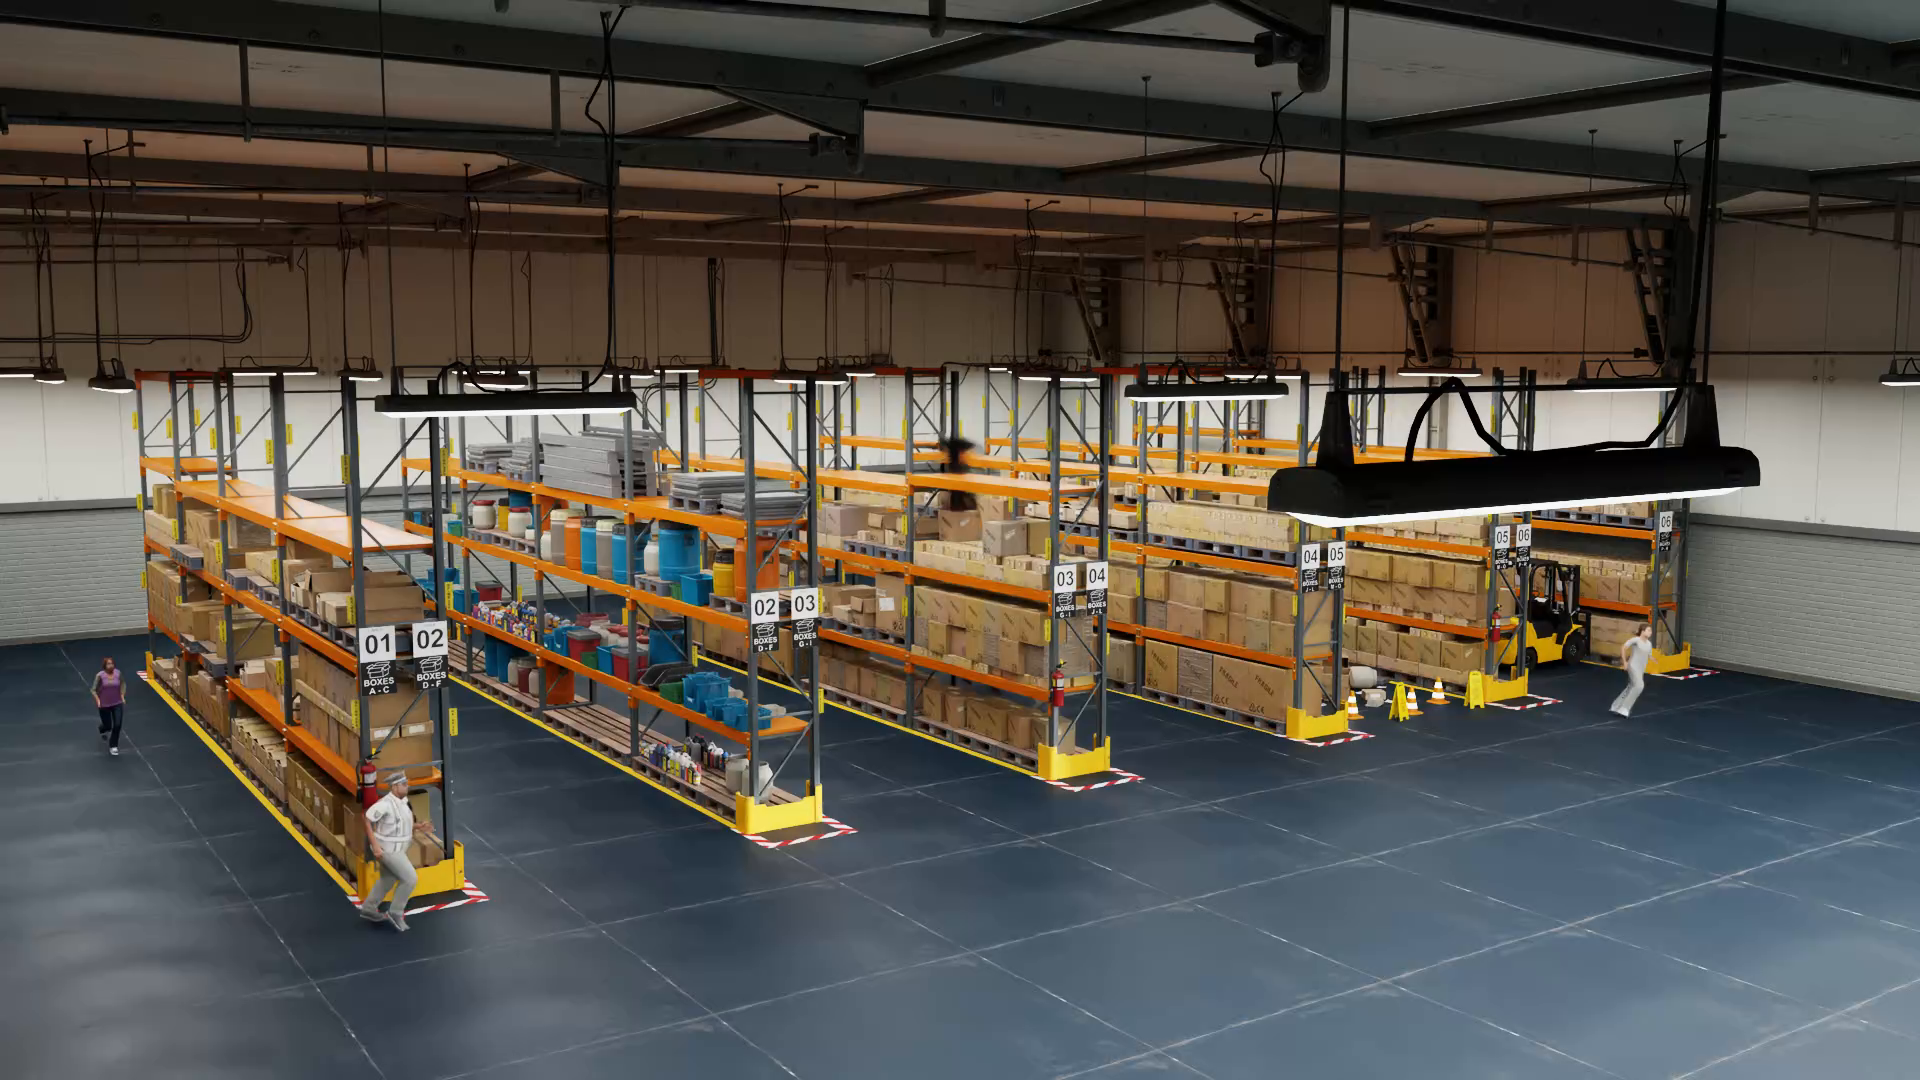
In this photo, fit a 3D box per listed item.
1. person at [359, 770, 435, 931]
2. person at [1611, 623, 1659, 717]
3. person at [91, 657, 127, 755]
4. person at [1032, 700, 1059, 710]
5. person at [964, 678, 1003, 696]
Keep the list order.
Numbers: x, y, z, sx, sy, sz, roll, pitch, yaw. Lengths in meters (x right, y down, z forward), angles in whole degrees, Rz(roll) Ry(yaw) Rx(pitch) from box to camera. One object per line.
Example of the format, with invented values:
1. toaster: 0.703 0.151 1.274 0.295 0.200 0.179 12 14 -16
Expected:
1. person: -6.238 3.425 18.315 0.863 1.808 0.594 0 6 -1
2. person: 11.758 2.247 28.925 0.732 1.586 0.709 -4 8 -32
3. person: -13.484 2.601 26.356 0.517 1.560 0.659 -5 8 -38
4. person: 1.553 2.350 28.386 0.765 1.625 0.592 1 6 7
5. person: 0.460 2.079 31.000 0.896 1.616 0.617 4 7 30
